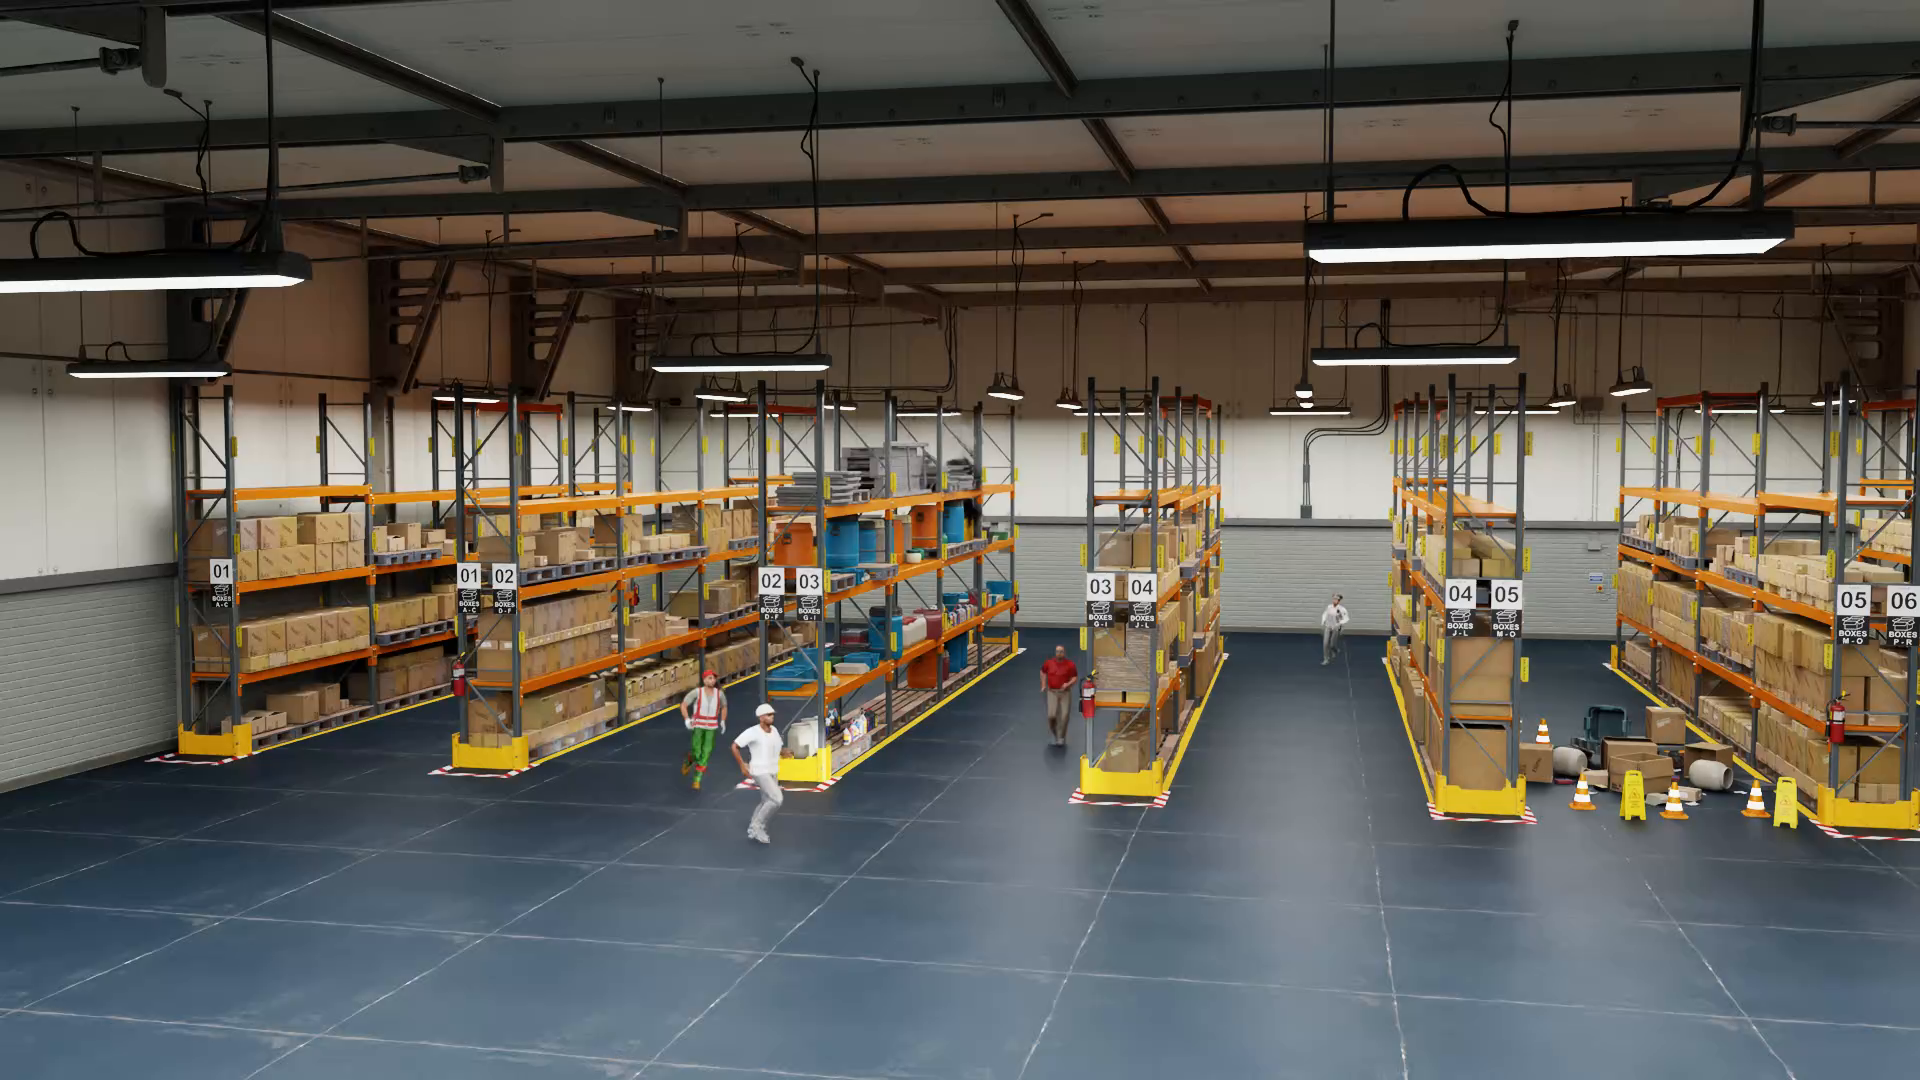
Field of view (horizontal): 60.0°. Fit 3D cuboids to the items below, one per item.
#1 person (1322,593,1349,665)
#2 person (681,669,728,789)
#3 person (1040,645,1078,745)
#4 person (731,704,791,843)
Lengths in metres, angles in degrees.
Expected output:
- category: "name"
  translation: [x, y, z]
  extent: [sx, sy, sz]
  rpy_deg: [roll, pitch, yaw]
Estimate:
- category: "person"
  translation: [8.664, 2.053, 38.400]
  extent: [0.655, 1.654, 0.654]
  rpy_deg: [3, 4, 39]
- category: "person"
  translation: [-3.747, 2.768, 24.551]
  extent: [0.703, 1.714, 0.686]
  rpy_deg: [-1, 3, -23]
- category: "person"
  translation: [1.649, 2.593, 27.766]
  extent: [0.638, 1.688, 0.741]
  rpy_deg: [0, 3, 5]
- category: "person"
  translation: [-2.436, 2.942, 20.985]
  extent: [0.660, 1.741, 0.692]
  rpy_deg: [2, 4, 28]
